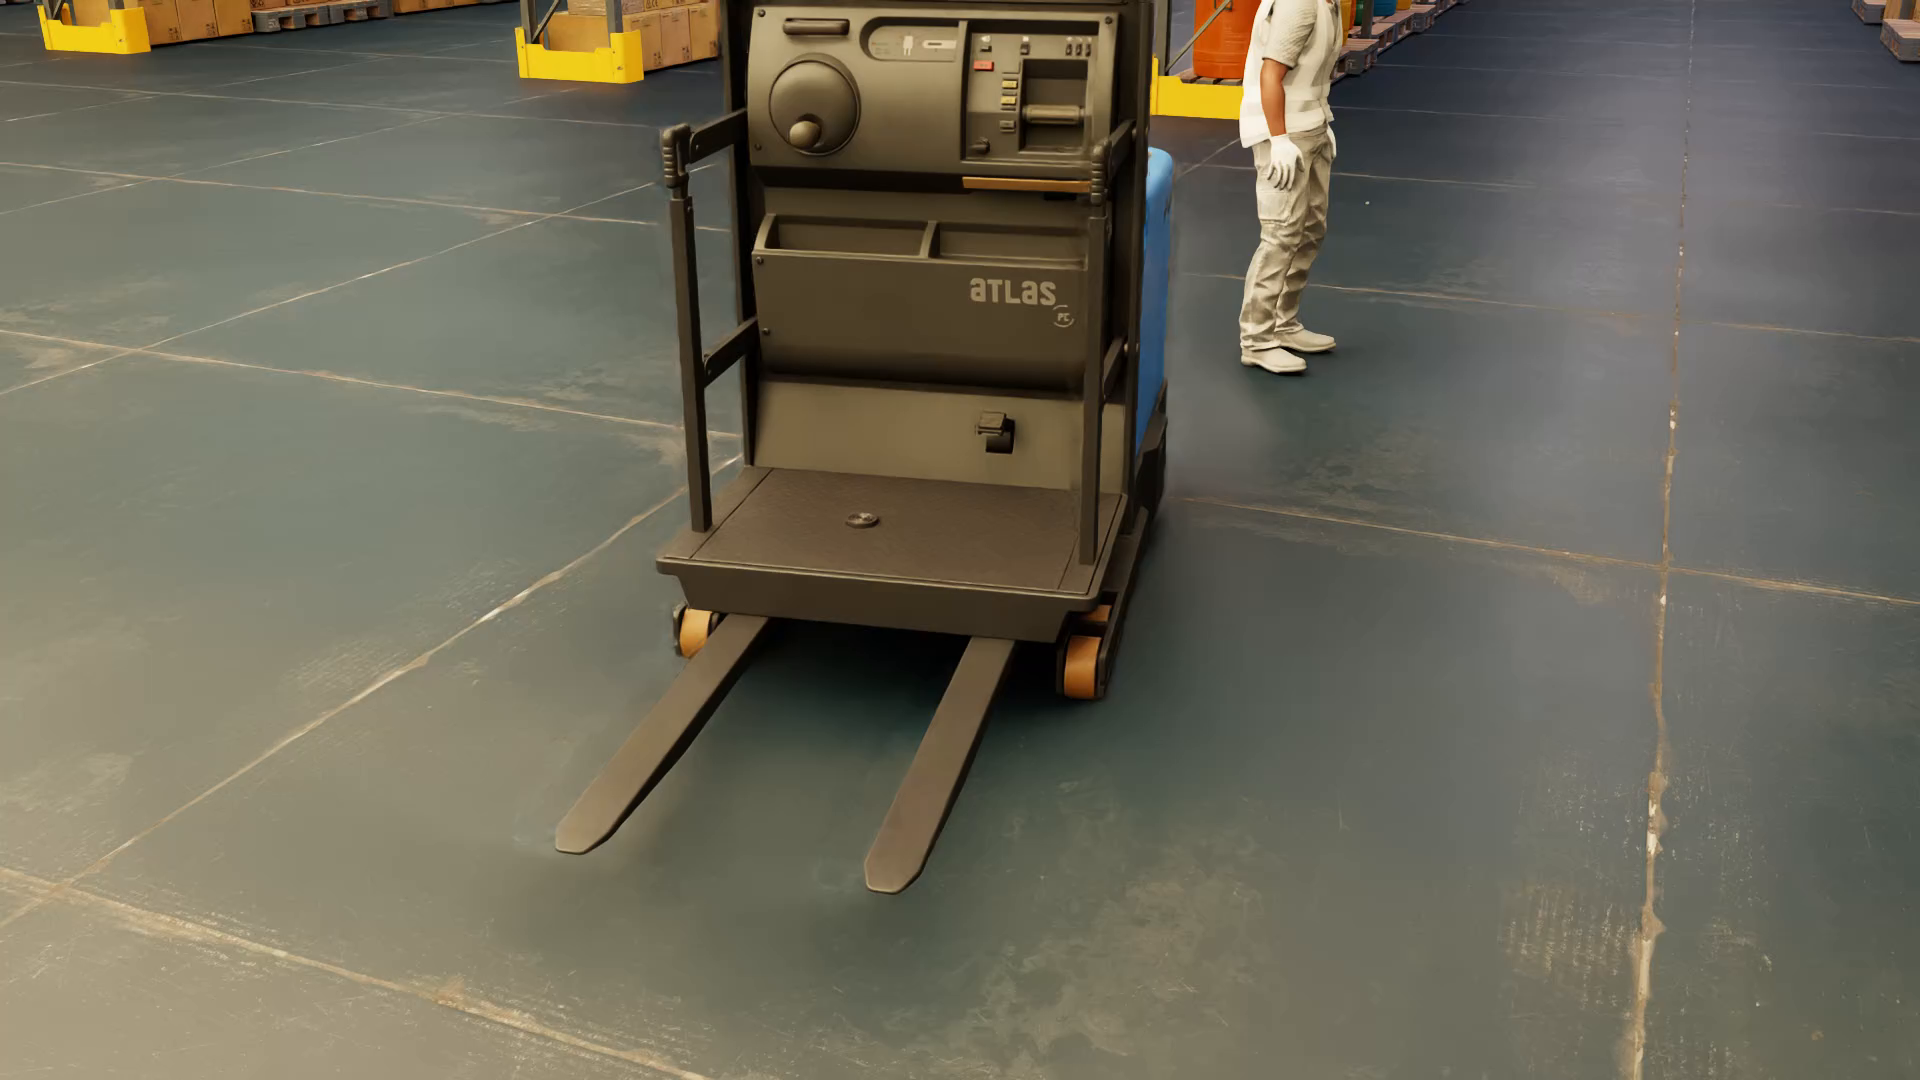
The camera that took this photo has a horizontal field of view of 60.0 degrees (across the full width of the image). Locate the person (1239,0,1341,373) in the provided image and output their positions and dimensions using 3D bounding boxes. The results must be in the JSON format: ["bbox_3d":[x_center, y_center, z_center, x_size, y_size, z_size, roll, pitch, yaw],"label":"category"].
[{"bbox_3d":[1.363,-1.590,6.602,0.424,1.773,0.624,12,26,27],"label":"person"}]

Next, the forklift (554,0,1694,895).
[{"bbox_3d":[5.180,-5.412,14.241,6.970,2.935,27.076,5,23,11],"label":"forklift"}]
